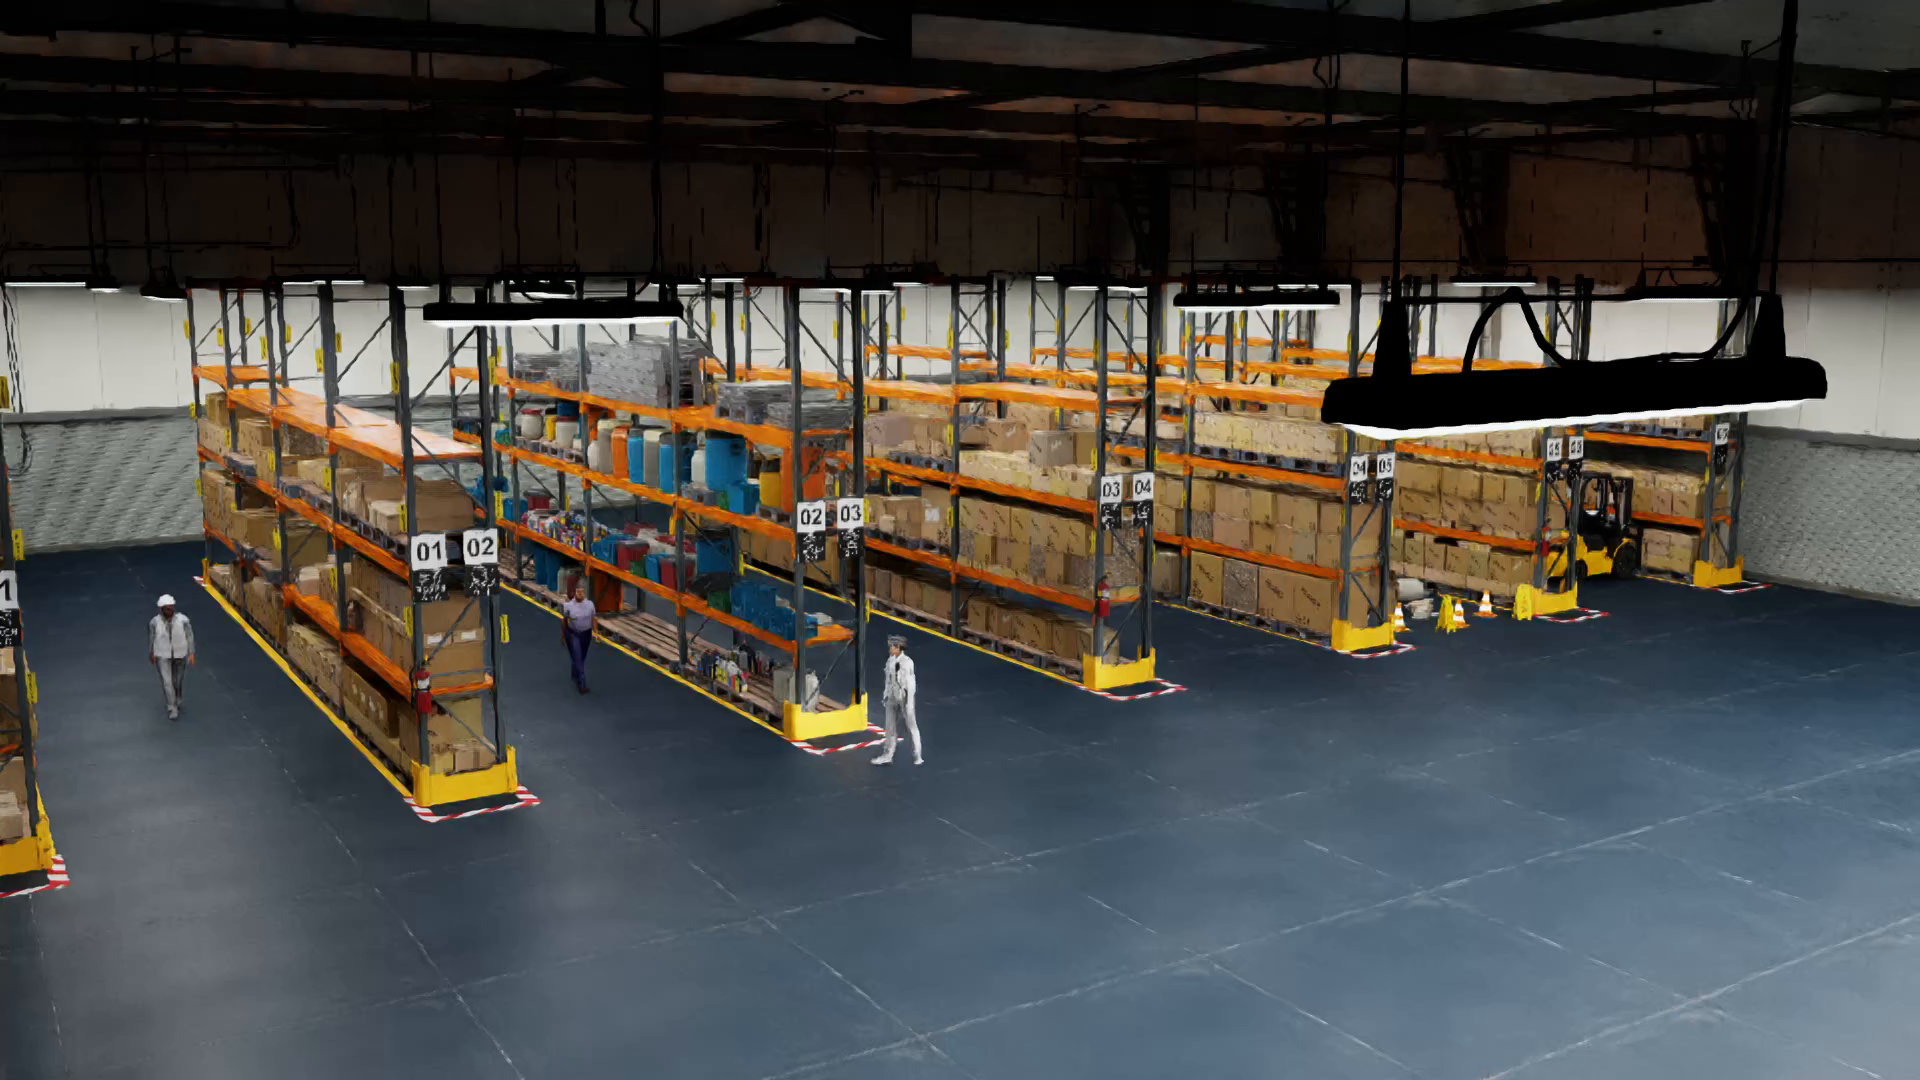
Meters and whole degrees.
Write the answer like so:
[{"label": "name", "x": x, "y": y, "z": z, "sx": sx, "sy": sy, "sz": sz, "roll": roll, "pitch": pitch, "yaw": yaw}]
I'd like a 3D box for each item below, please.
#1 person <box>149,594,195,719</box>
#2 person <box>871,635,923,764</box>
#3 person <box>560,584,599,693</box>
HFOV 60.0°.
[{"label": "person", "x": -11.044, "y": 1.598, "z": 23.340, "sx": 0.555, "sy": 1.725, "sz": 1.029, "roll": -6, "pitch": 11, "yaw": -33}, {"label": "person", "x": -0.796, "y": 2.008, "z": 21.035, "sx": 0.597, "sy": 1.657, "sz": 0.591, "roll": -9, "pitch": 13, "yaw": -44}, {"label": "person", "x": -5.647, "y": 1.420, "z": 24.765, "sx": 0.493, "sy": 1.589, "sz": 1.000, "roll": -6, "pitch": 11, "yaw": -33}]
